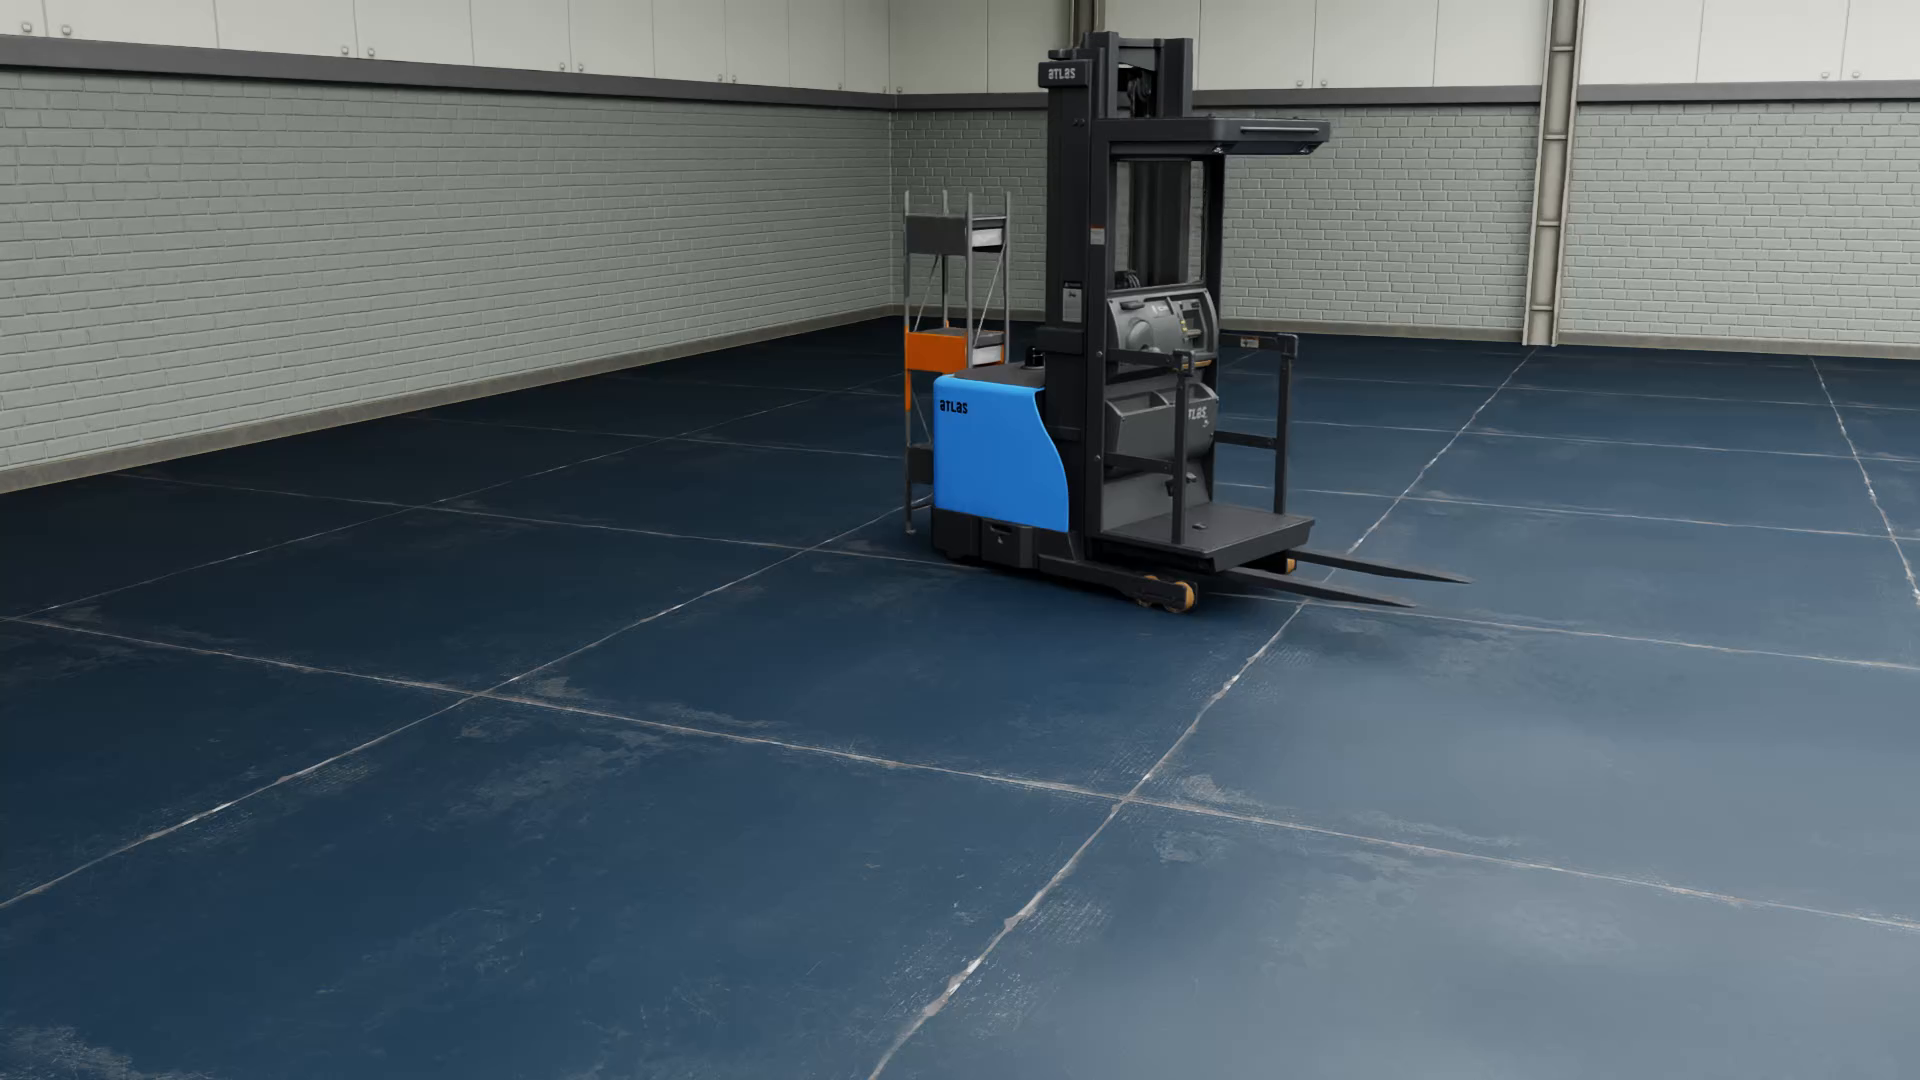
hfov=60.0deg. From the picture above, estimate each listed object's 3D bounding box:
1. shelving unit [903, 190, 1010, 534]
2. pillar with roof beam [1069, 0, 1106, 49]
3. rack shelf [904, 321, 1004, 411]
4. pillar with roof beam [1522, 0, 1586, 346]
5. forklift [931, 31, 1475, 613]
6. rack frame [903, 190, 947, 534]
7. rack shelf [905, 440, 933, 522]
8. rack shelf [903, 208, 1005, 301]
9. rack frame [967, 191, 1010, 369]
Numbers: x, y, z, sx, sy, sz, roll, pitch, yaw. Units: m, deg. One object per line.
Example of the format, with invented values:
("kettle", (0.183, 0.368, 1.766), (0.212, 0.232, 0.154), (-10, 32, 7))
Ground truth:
("shelving unit", (-0.020, -1.064, 10.192), (0.503, 2.100, 0.431), (10, 17, 38))
("pillar with roof beam", (-0.059, -6.456, 18.070), (0.400, 9.000, 9.100), (6, 14, 23))
("rack shelf", (-0.020, -1.051, 10.195), (0.480, 0.518, 0.431), (10, 17, 38))
("pillar with roof beam", (5.427, -5.901, 15.704), (0.400, 9.000, 9.100), (6, 14, 23))
("forklift", (1.260, -1.181, 8.874), (3.031, 2.935, 1.130), (12, 18, 41))
("rack frame", (-0.210, -1.099, 10.341), (0.015, 2.100, 0.400), (10, 17, 38))
("rack shelf", (-0.020, -0.369, 10.355), (0.480, 0.518, 0.431), (10, 17, 38))
("rack shelf", (-0.020, -1.732, 10.035), (0.480, 0.518, 0.431), (10, 17, 38))
("rack frame", (0.170, -1.029, 10.043), (0.015, 2.100, 0.400), (10, 17, 38))
